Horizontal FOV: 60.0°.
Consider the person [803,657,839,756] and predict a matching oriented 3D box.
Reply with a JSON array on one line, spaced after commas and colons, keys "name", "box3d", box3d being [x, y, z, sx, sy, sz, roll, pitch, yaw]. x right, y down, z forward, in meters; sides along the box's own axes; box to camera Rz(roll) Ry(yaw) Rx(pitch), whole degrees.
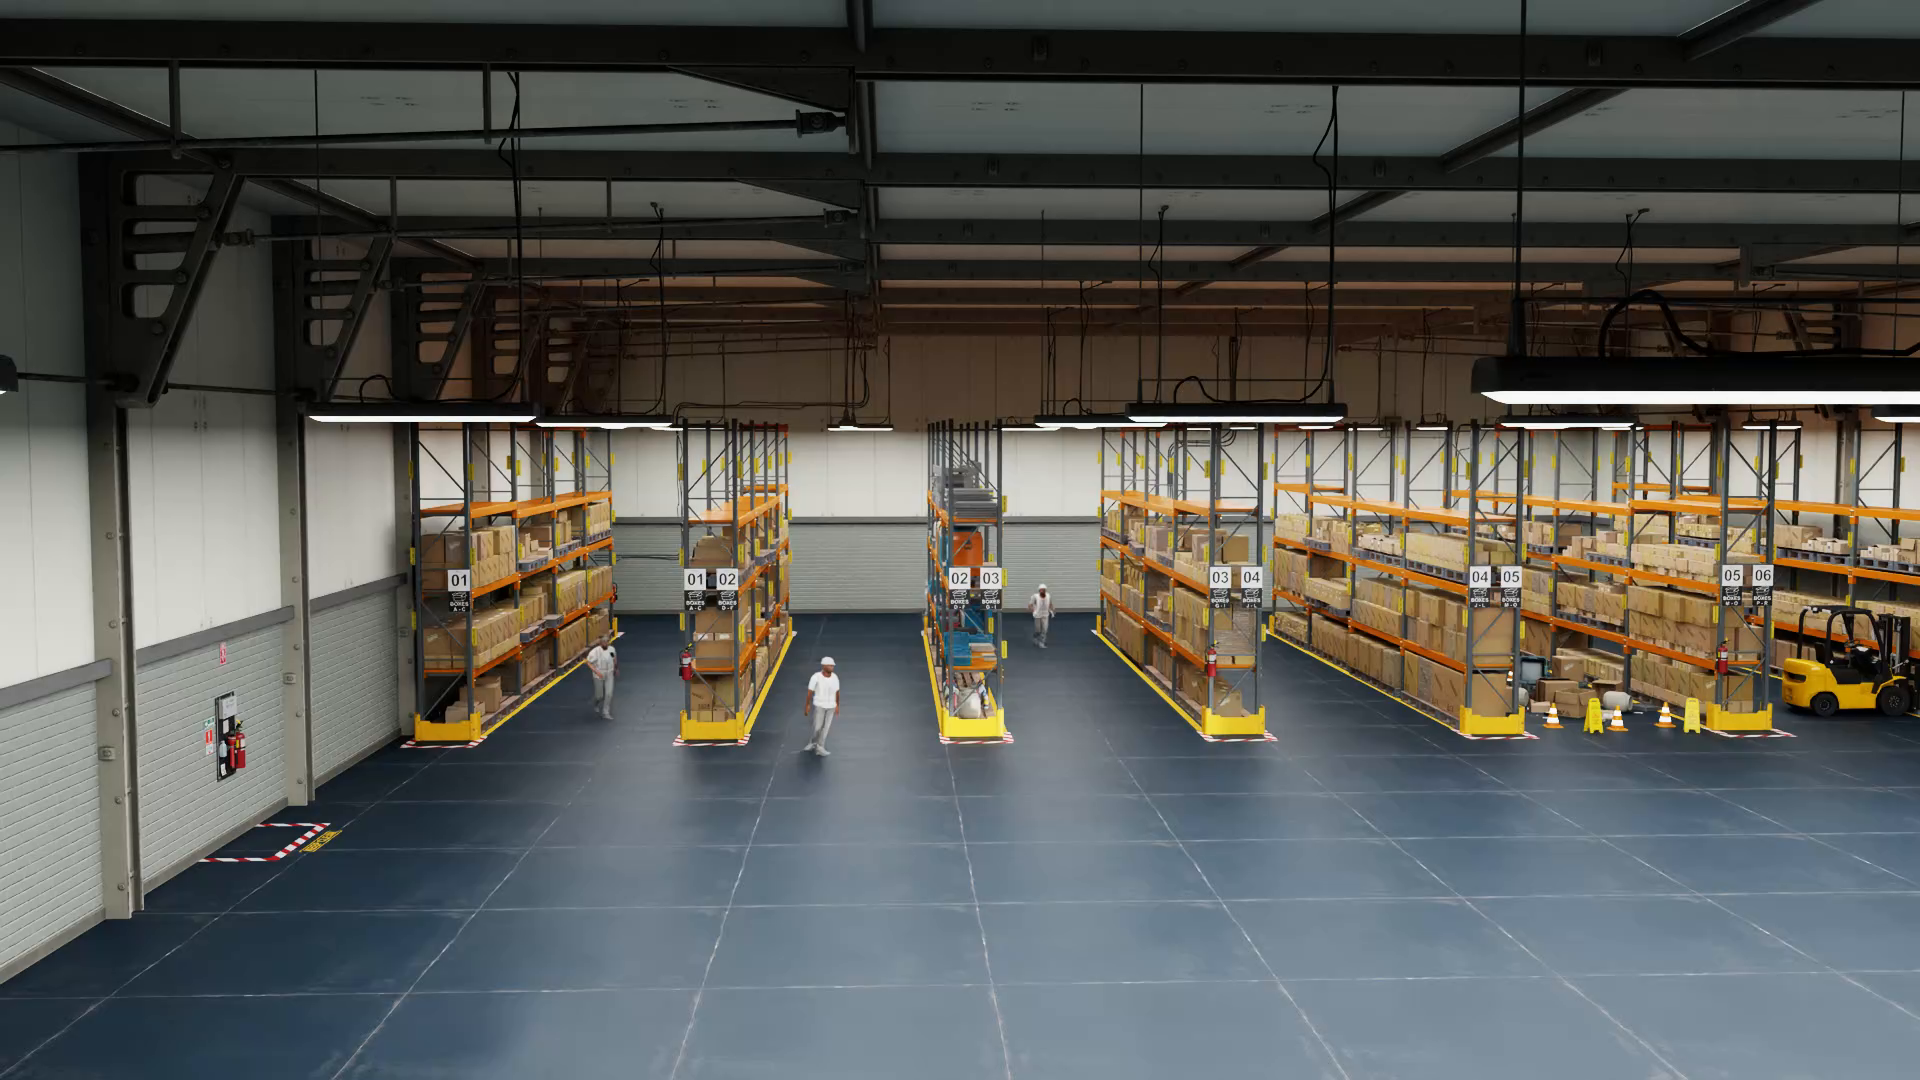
[{"name": "person", "box3d": [-2.457, 2.949, 29.526, 0.668, 1.756, 0.455, -2, 4, -34]}]

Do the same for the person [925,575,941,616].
[{"name": "person", "box3d": [-0.628, 1.721, 49.955, 0.841, 1.661, 0.632, 1, 4, 19]}]

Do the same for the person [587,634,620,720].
[{"name": "person", "box3d": [-7.222, 2.724, 33.489, 0.667, 1.731, 0.769, -2, 4, -32]}]

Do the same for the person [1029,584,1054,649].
[{"name": "person", "box3d": [2.149, 2.030, 44.408, 0.684, 1.729, 0.705, -1, 4, -15]}]
